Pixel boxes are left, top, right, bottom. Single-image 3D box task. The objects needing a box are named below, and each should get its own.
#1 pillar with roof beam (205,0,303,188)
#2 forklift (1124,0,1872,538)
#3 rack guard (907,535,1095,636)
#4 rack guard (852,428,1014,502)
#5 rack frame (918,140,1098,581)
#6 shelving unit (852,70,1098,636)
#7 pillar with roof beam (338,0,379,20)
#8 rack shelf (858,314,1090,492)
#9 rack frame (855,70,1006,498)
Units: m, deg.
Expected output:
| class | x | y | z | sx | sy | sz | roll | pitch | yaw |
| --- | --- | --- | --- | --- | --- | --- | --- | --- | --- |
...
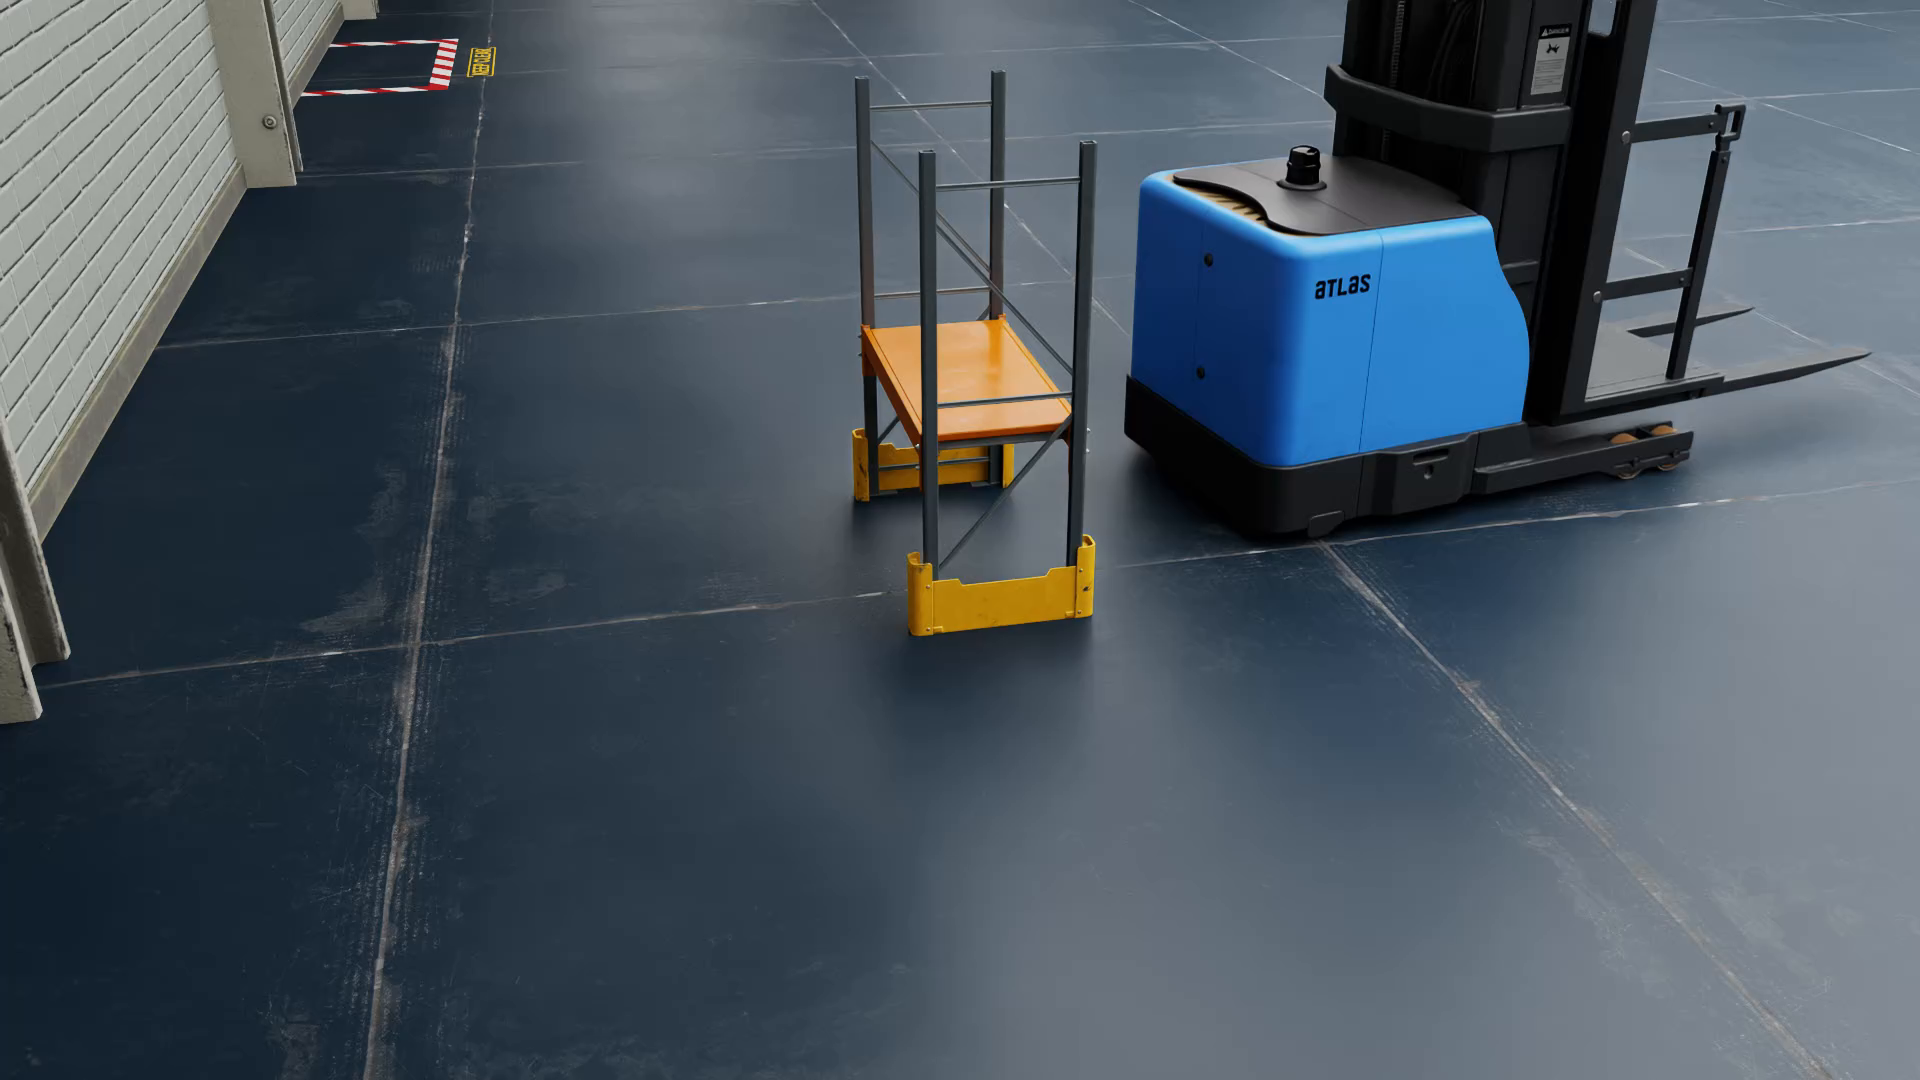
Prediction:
| class | x | y | z | sx | sy | sz | roll | pitch | yaw |
| --- | --- | --- | --- | --- | --- | --- | --- | --- | --- |
| pillar with roof beam | 0.020 | -6.648 | 8.935 | 9.100 | 9.000 | 0.400 | -6 | 27 | -12 |
| forklift | 2.197 | -1.741 | 5.946 | 3.031 | 2.935 | 1.130 | -11 | 29 | -21 |
| rack guard | 0.129 | 0.140 | 5.194 | 0.587 | 0.250 | 0.087 | -6 | 27 | -12 |
| rack guard | -0.095 | -0.297 | 6.061 | 0.587 | 0.250 | 0.087 | -6 | 27 | -12 |
| rack frame | 0.134 | -0.409 | 4.896 | 0.500 | 1.500 | 0.032 | -6 | 27 | -12 |
| shelving unit | 0.017 | -0.636 | 5.346 | 0.587 | 1.500 | 1.083 | -6 | 27 | -12 |
| pillar with roof beam | -1.332 | -9.282 | 14.154 | 9.100 | 9.000 | 0.400 | -6 | 27 | -12 |
| rack shelf | 0.019 | -0.472 | 5.419 | 0.538 | 0.185 | 1.000 | -6 | 27 | -12 |
| rack frame | -0.095 | -0.855 | 5.780 | 0.500 | 1.500 | 0.032 | -6 | 27 | -12 |
